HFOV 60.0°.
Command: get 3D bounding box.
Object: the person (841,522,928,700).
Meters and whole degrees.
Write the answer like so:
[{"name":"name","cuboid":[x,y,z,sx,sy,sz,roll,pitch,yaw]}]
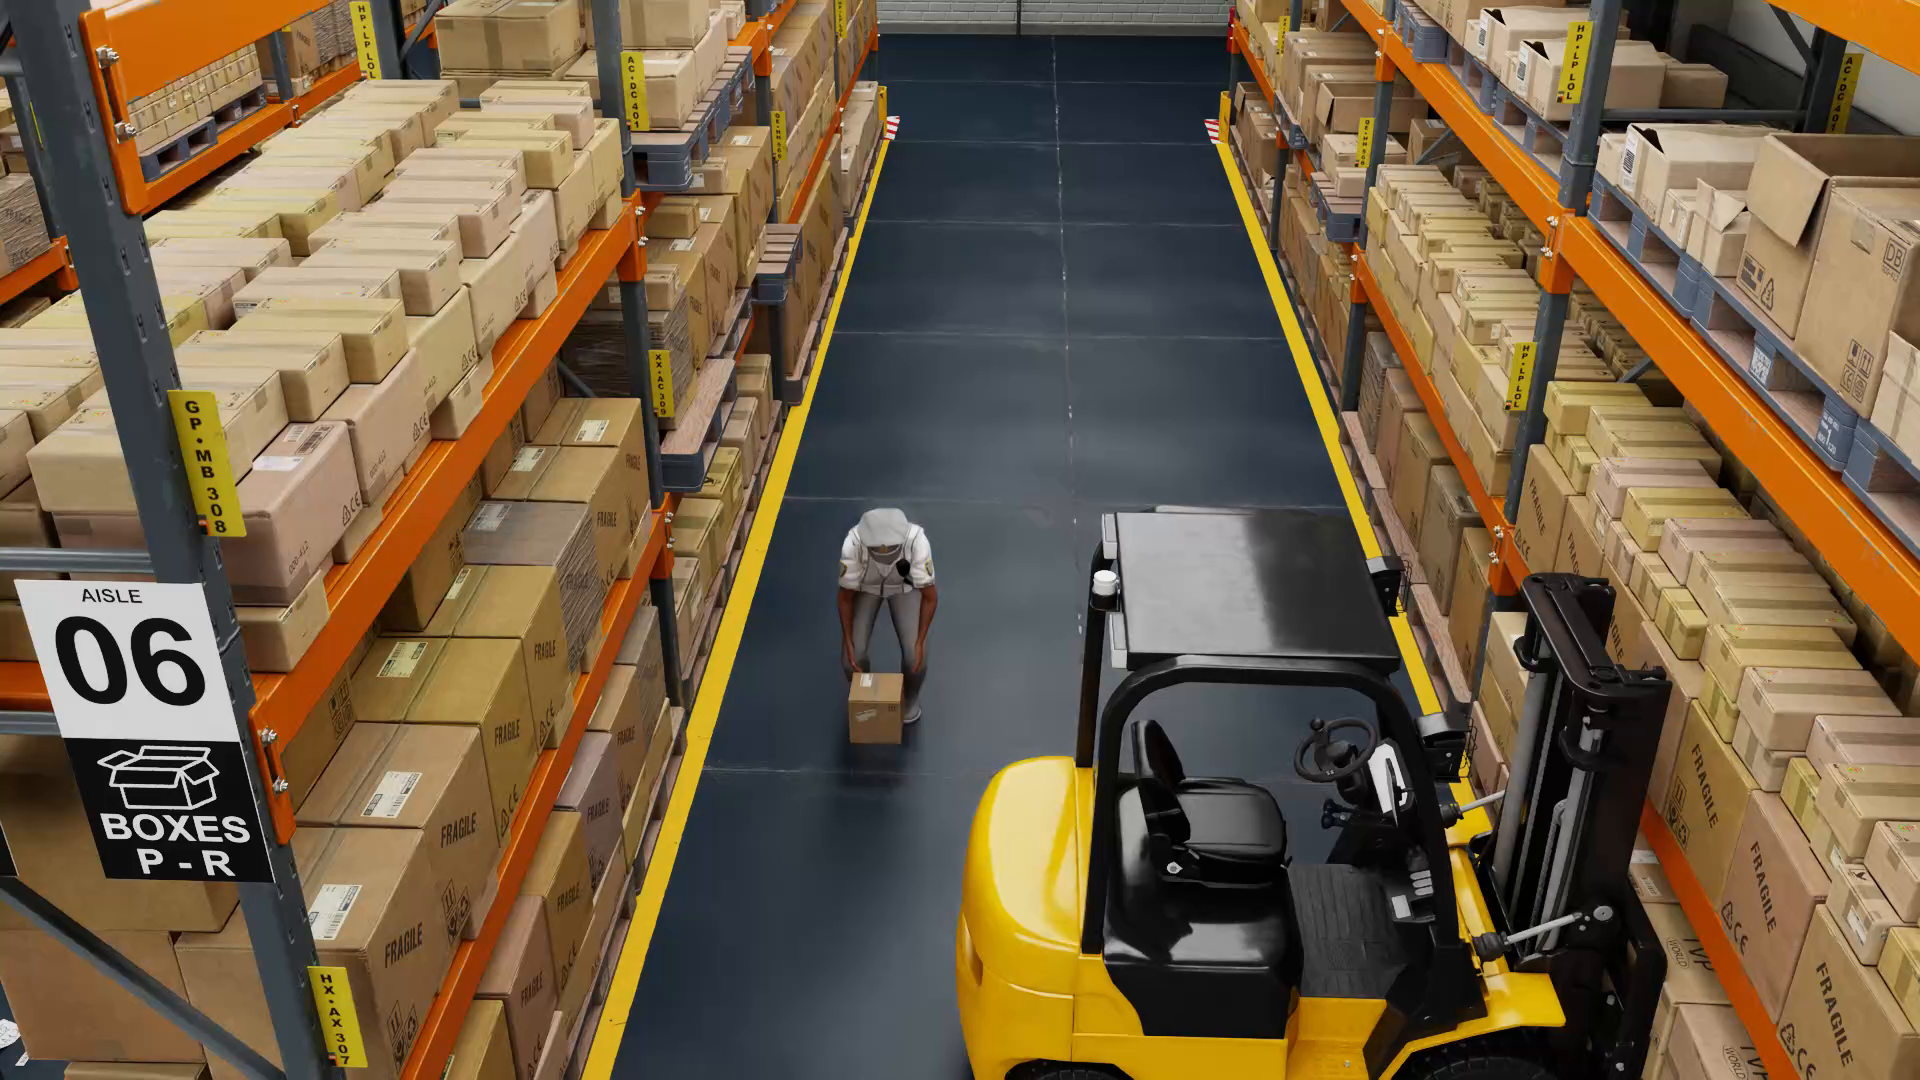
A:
[{"name":"person","cuboid":[-0.376,0.329,8.477,0.443,1.104,0.532,1,28,2]}]
